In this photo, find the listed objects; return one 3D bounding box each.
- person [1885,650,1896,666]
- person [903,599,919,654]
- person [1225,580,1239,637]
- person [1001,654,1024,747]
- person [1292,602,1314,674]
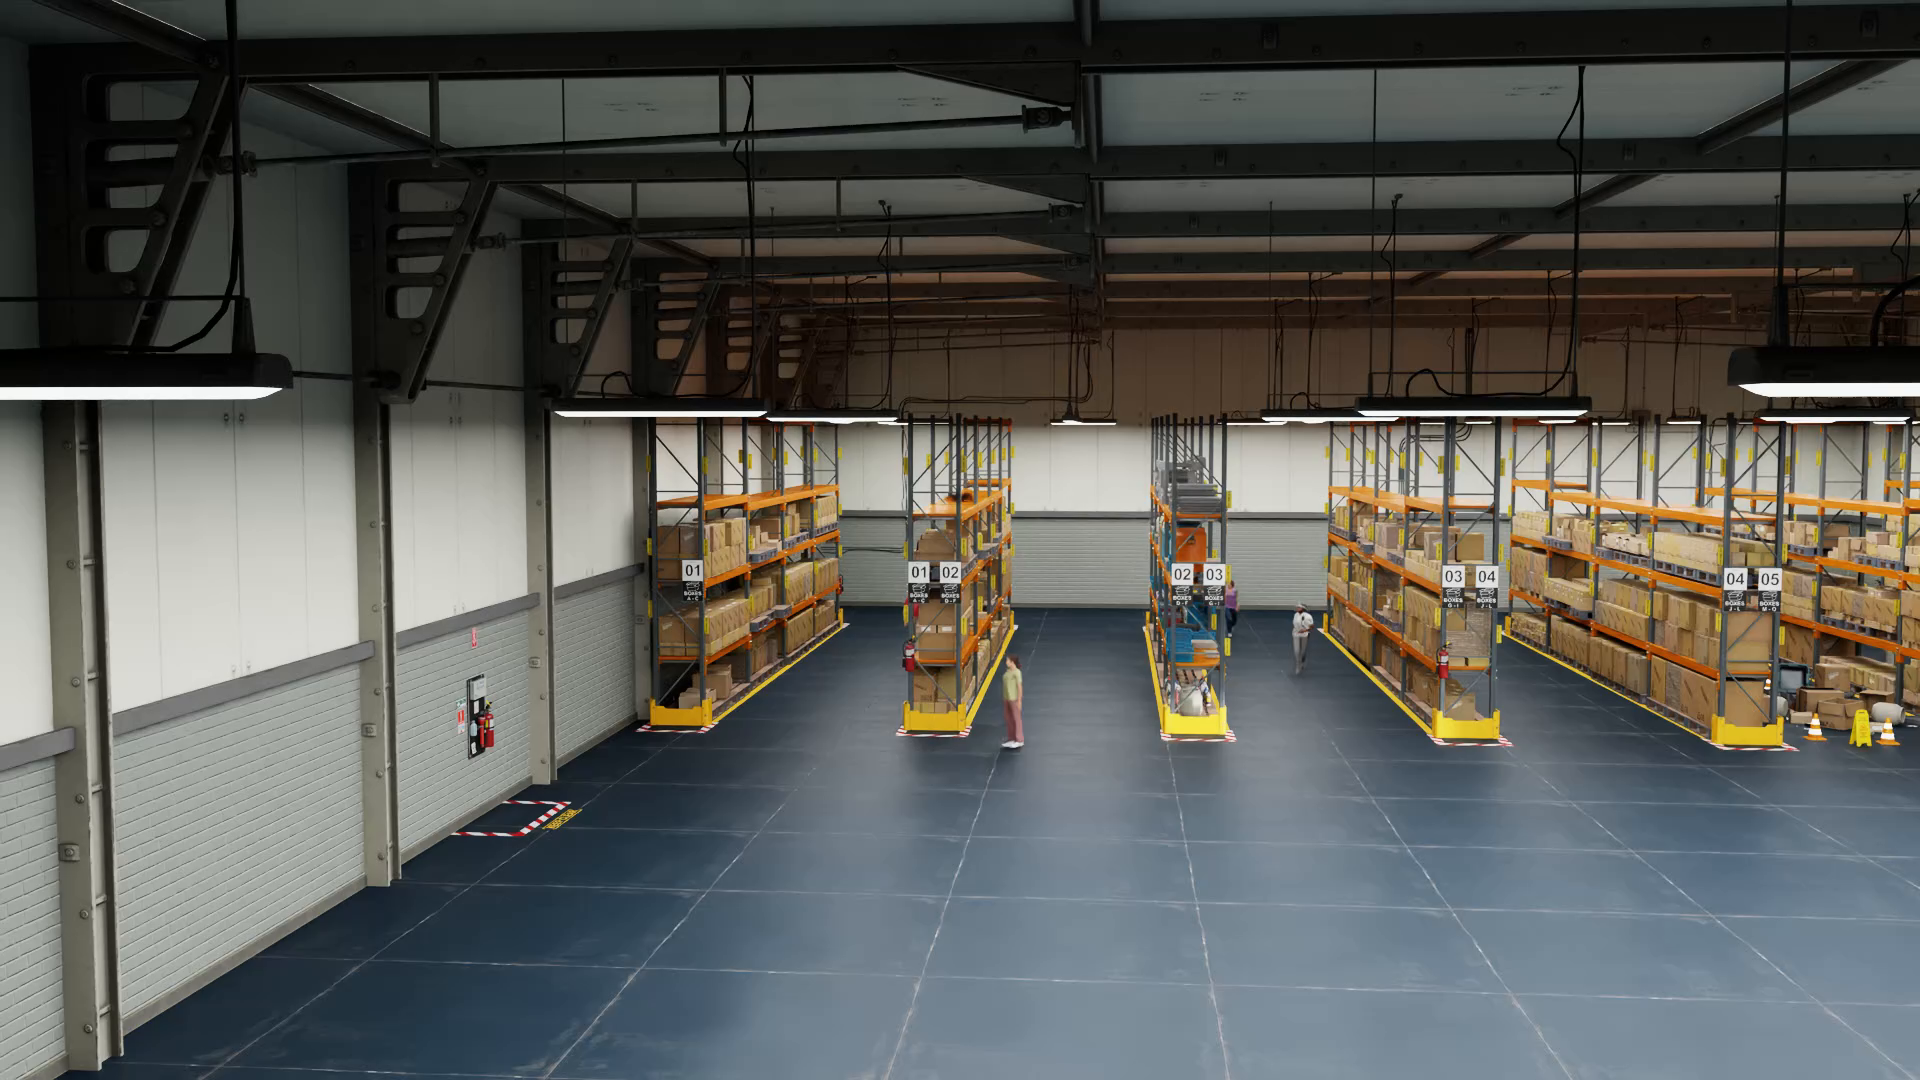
[{"bbox_3d":[21.628,2.338,38.639,0.511,1.582,0.602,2,5,32],"label":"person"},{"bbox_3d":[-1.156,2.069,41.885,0.564,1.673,1.032,1,4,10],"label":"person"},{"bbox_3d":[7.429,1.873,45.666,0.433,1.534,0.699,0,4,-3],"label":"person"},{"bbox_3d":[0.947,2.890,29.830,0.354,1.711,0.556,-2,4,-29],"label":"person"},{"bbox_3d":[8.043,2.293,38.992,0.503,1.723,0.744,1,4,11],"label":"person"}]
